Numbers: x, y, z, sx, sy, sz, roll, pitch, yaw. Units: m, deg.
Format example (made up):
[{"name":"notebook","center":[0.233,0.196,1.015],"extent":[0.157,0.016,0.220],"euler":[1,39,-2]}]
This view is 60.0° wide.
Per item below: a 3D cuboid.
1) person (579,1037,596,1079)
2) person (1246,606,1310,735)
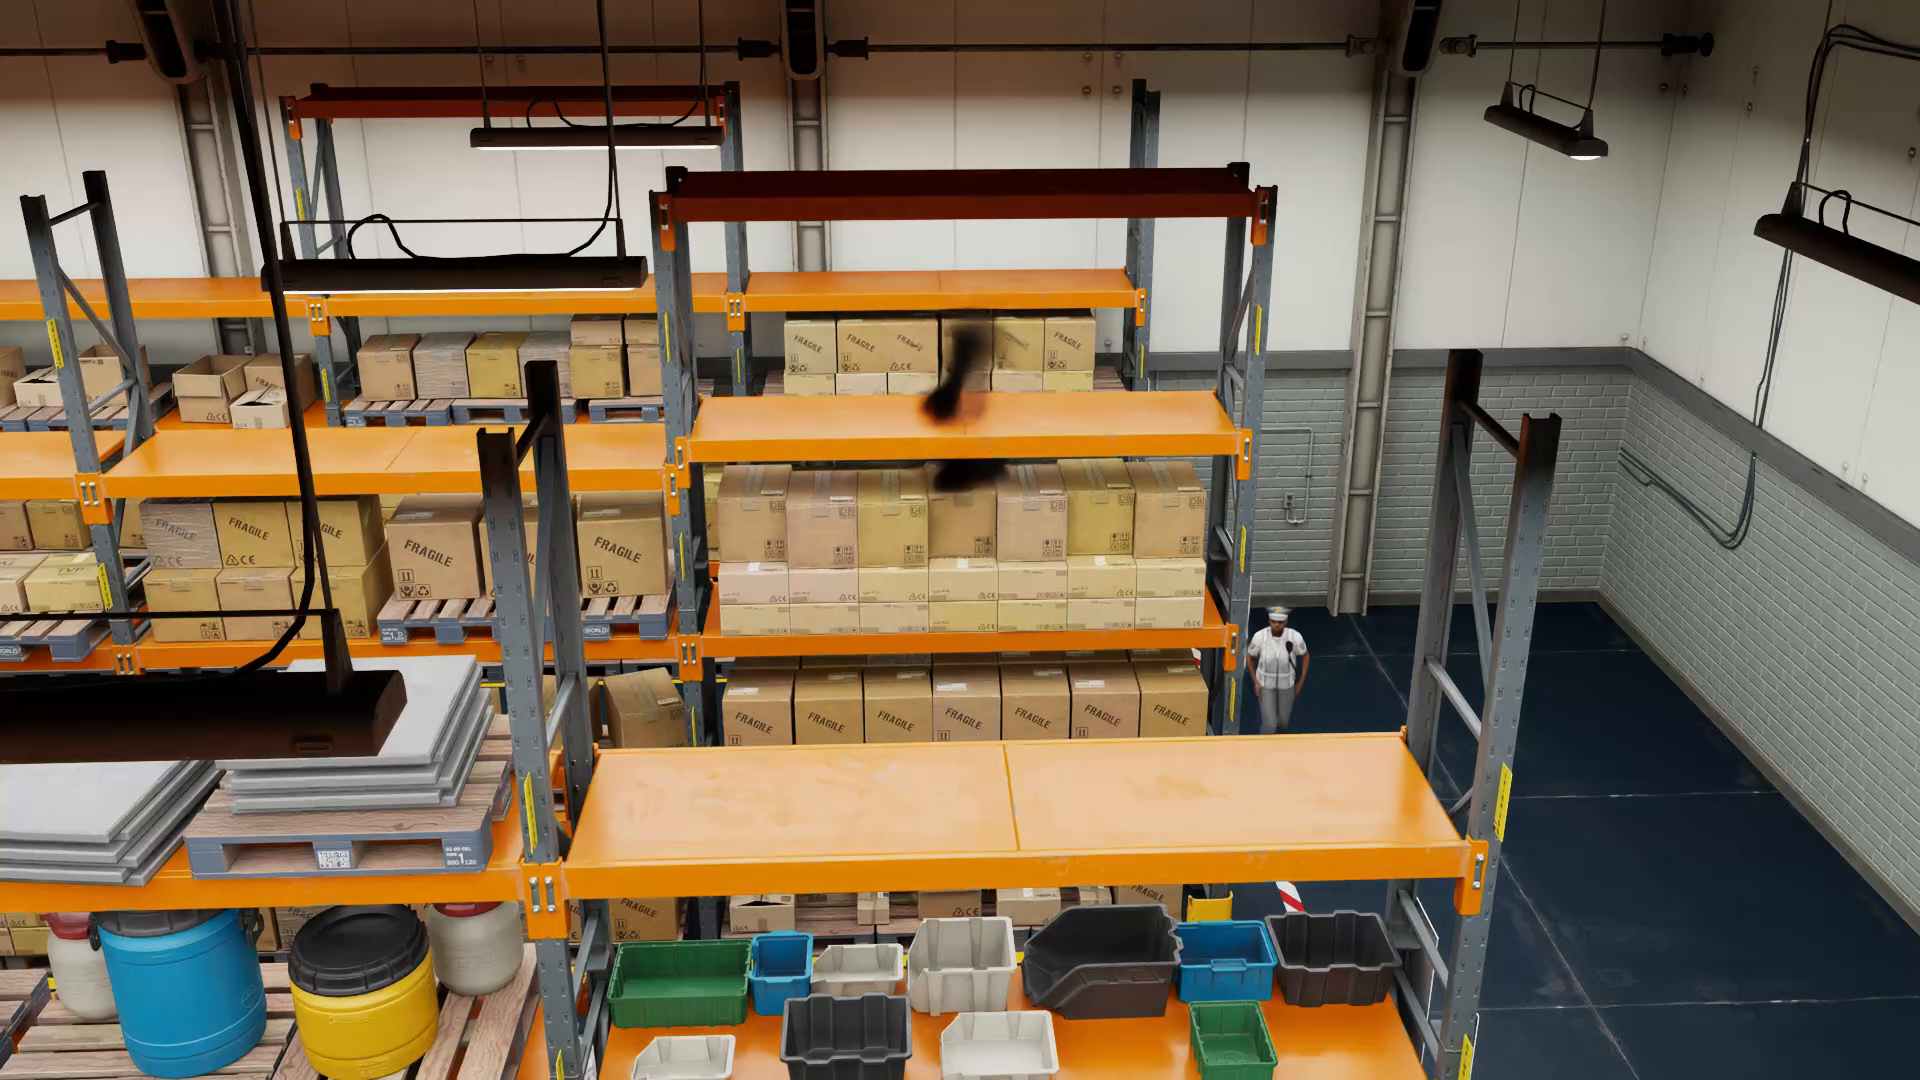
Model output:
[{"name":"person","center":[-2.216,3.659,10.131],"extent":[0.937,1.593,0.662],"euler":[7,23,17]},{"name":"person","center":[2.978,1.321,15.722],"extent":[0.590,1.692,0.620],"euler":[2,22,4]}]
